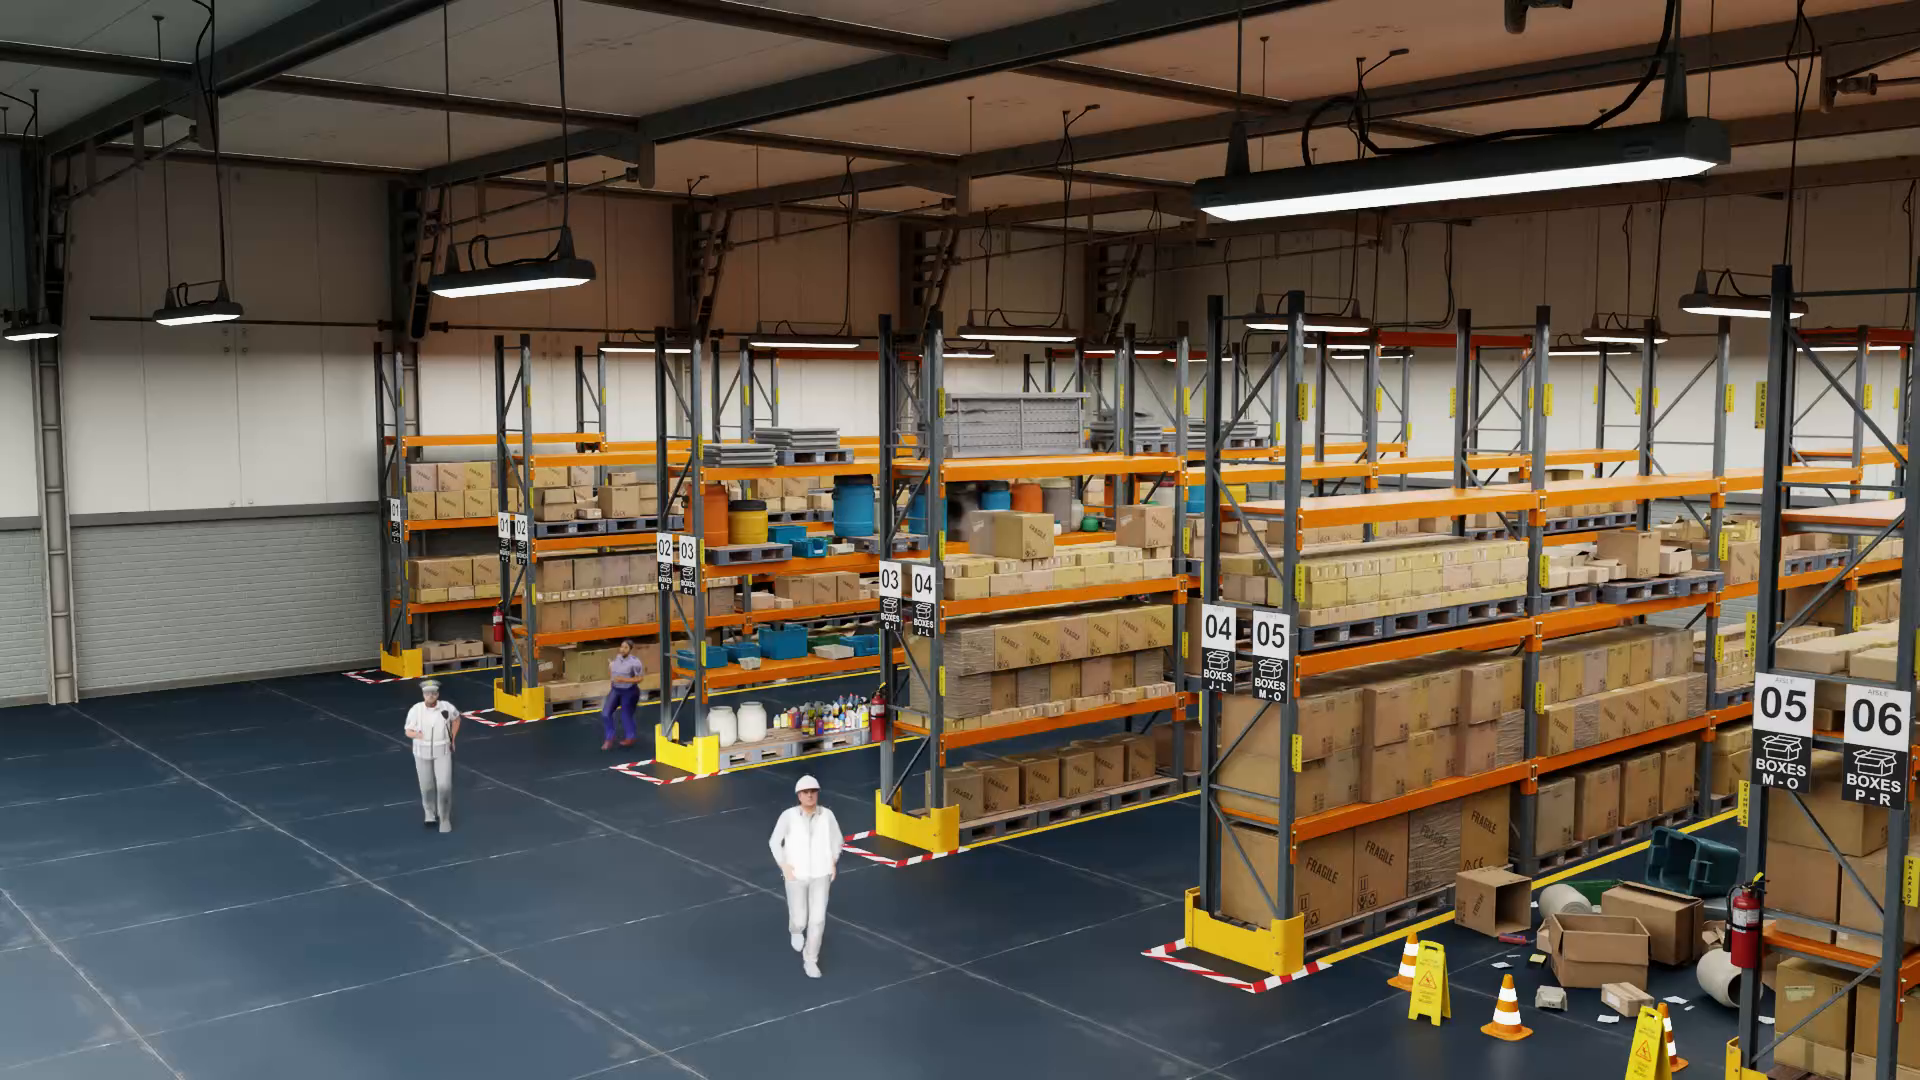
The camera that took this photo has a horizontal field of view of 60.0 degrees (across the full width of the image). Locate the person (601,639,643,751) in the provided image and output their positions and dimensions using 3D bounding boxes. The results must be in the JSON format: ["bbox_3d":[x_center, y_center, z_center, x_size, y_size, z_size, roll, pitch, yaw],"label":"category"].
[{"bbox_3d":[-4.787,2.223,23.793,0.672,1.653,0.681,2,6,23],"label":"person"}]

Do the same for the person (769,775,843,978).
[{"bbox_3d":[-1.363,2.958,14.845,0.668,1.747,0.685,-1,5,-12],"label":"person"}]

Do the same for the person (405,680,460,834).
[{"bbox_3d":[-6.160,2.529,19.438,0.611,1.827,0.801,-1,5,-14],"label":"person"}]

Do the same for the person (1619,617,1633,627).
[{"bbox_3d":[10.372,1.986,25.999,0.893,1.582,0.539,-5,7,-42],"label":"person"}]
